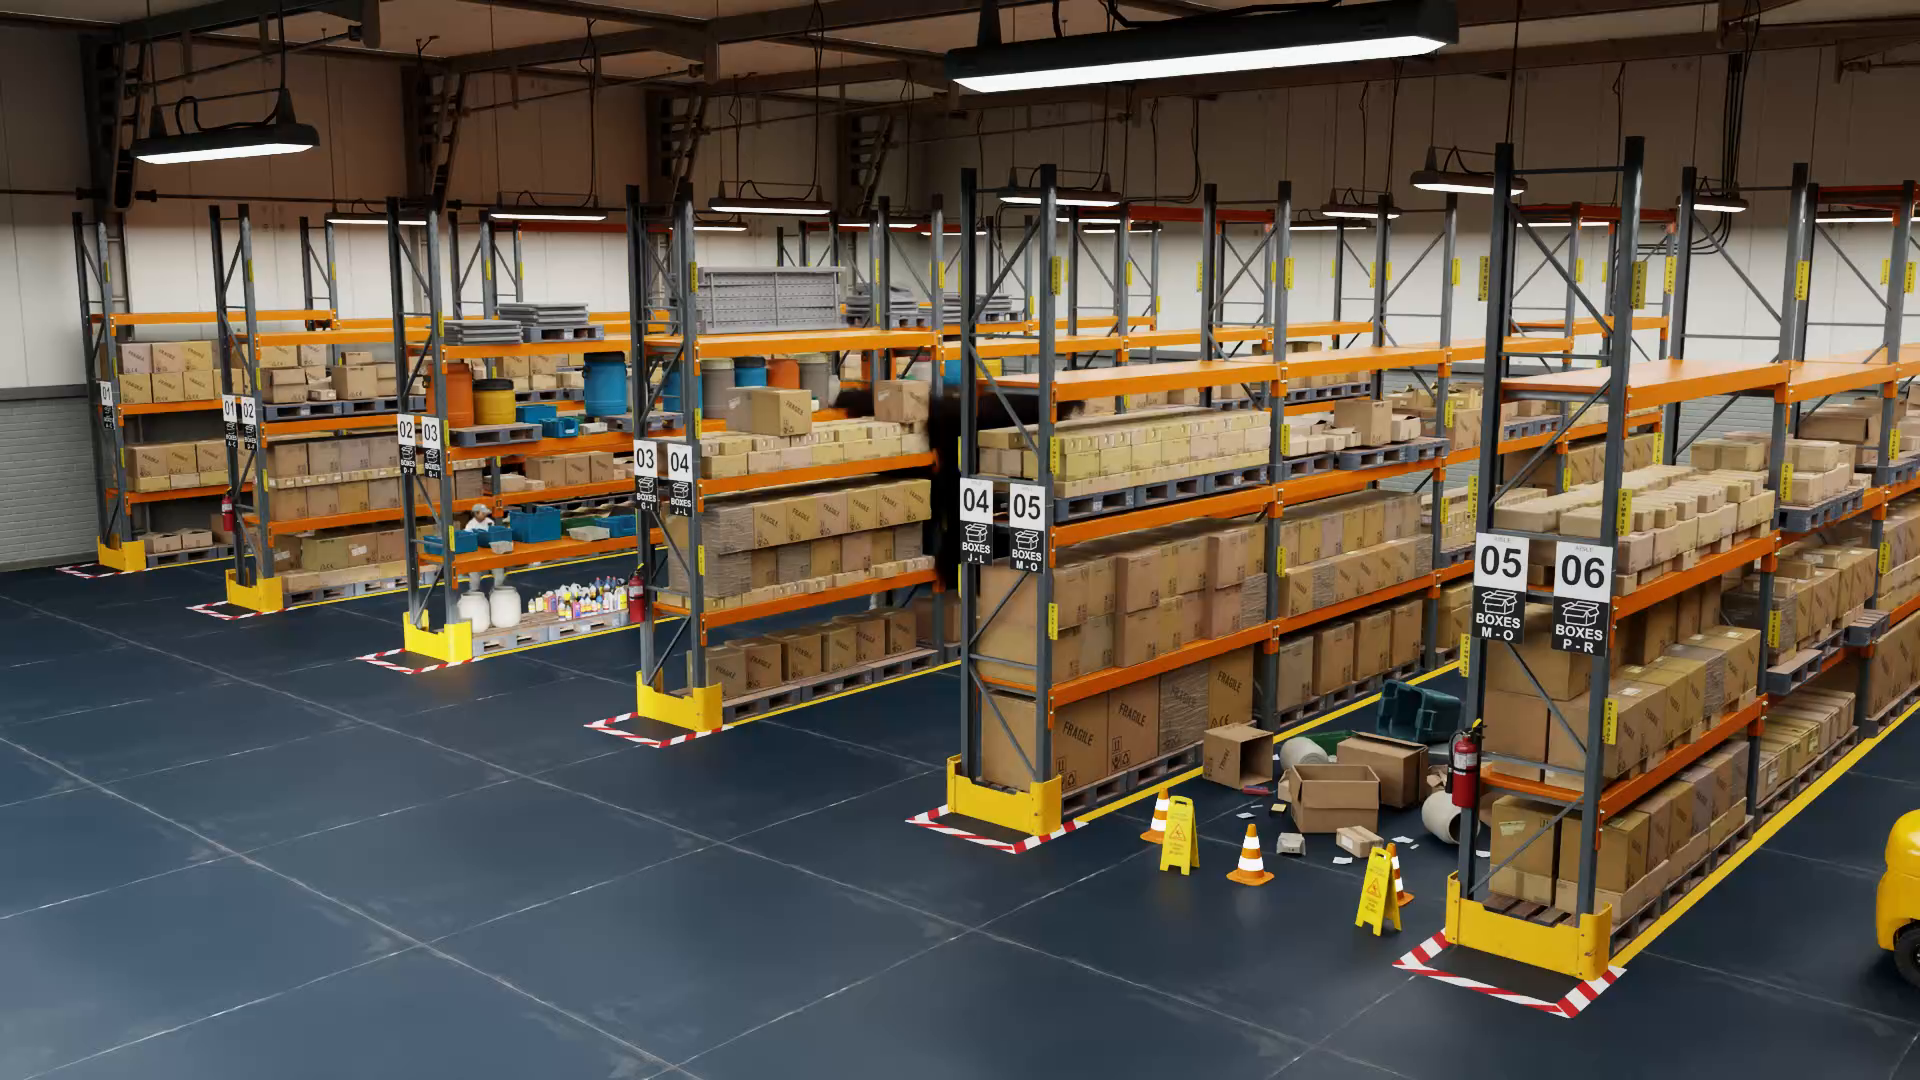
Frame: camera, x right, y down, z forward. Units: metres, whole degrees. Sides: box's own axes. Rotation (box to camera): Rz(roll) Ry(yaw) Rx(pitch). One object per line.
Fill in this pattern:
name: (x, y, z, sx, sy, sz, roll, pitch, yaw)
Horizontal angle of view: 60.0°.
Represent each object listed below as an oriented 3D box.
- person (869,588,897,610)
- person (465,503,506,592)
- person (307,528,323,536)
person: (-1.057, 0.154, 23.384, 0.664, 1.879, 0.570, 2, 10, 12)
person: (-7.031, 0.285, 24.665, 0.661, 1.690, 0.528, -6, 11, -32)
person: (-10.632, -0.226, 27.626, 0.544, 1.676, 0.450, 3, 10, 20)
